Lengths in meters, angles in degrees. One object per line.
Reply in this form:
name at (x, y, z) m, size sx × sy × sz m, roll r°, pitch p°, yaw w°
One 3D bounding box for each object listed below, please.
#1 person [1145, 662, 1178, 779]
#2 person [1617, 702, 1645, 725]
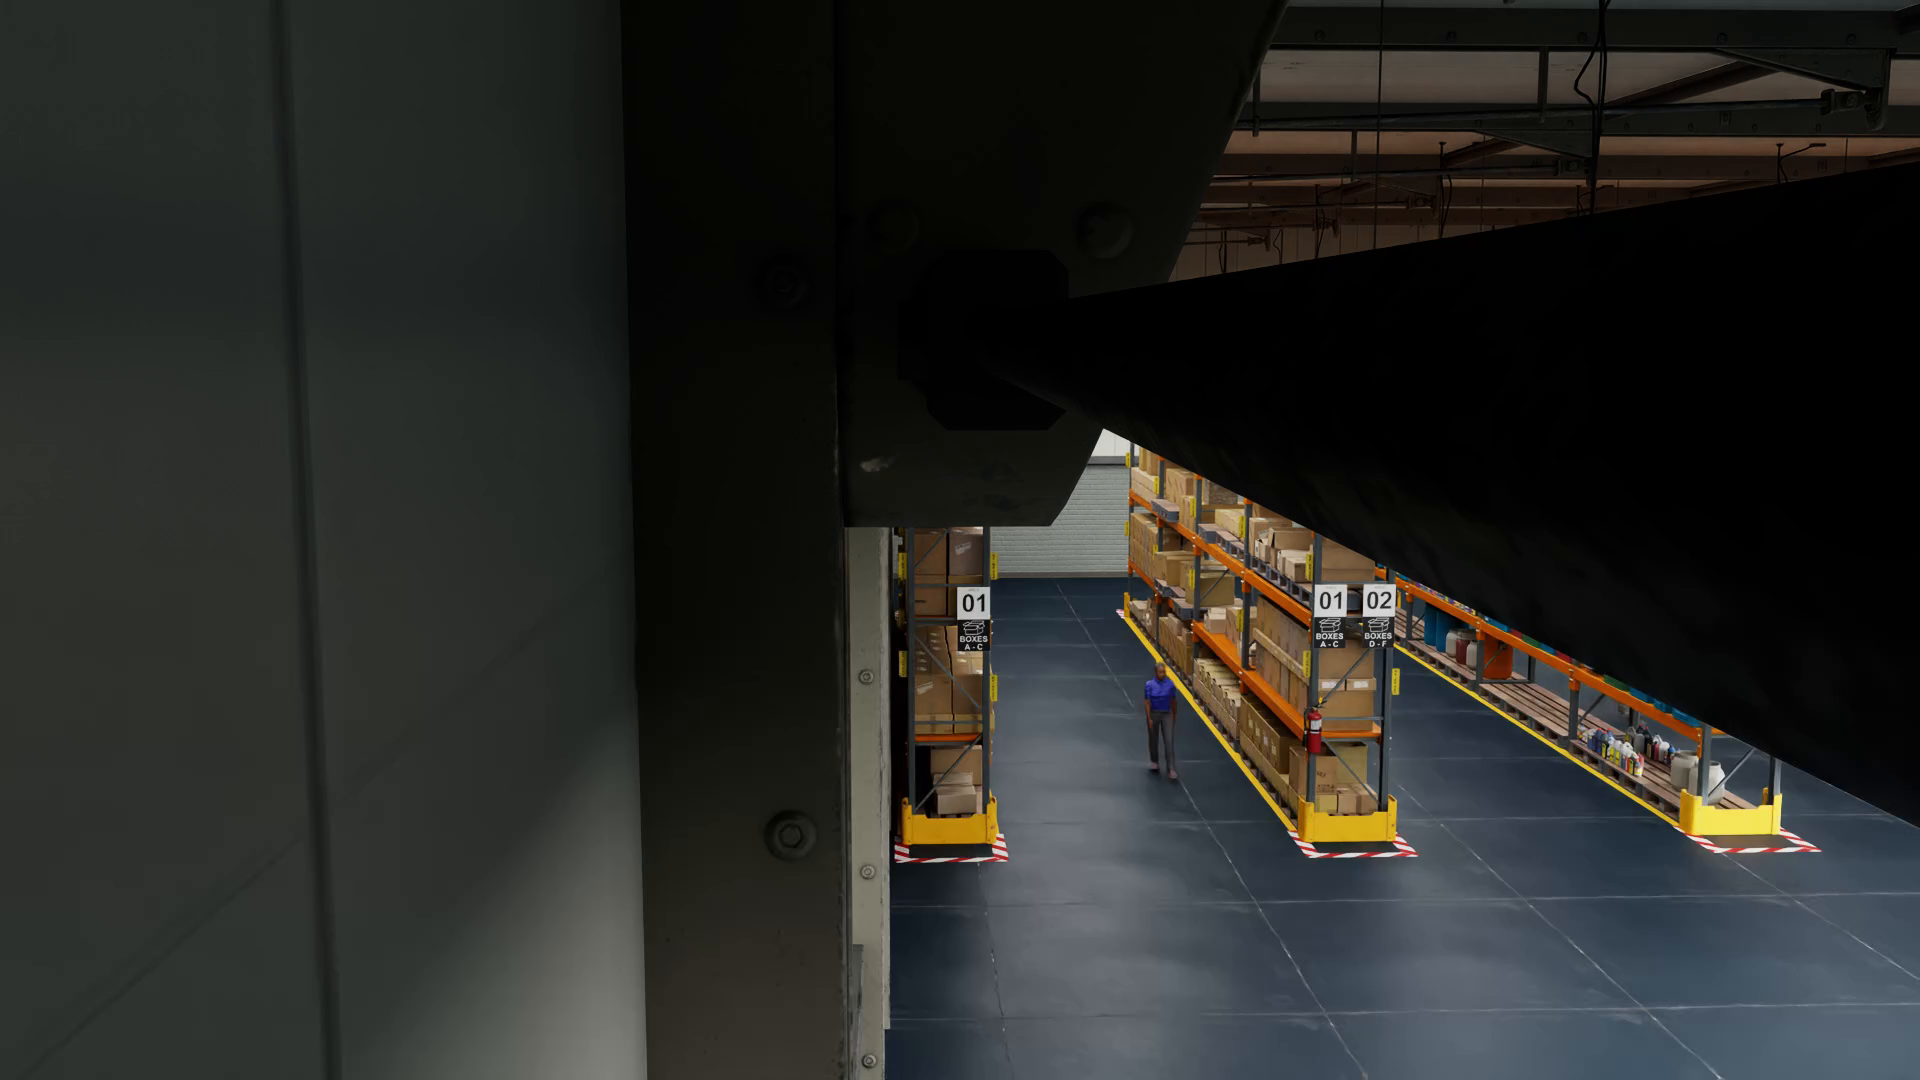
person at (2.833, 2.518, 23.424) m, size 0.464 × 1.609 × 0.992 m, roll 1°, pitch 7°, yaw 4°
person at (10.785, 2.080, 26.575) m, size 0.562 × 1.670 × 1.035 m, roll -1°, pitch 7°, yaw -9°
